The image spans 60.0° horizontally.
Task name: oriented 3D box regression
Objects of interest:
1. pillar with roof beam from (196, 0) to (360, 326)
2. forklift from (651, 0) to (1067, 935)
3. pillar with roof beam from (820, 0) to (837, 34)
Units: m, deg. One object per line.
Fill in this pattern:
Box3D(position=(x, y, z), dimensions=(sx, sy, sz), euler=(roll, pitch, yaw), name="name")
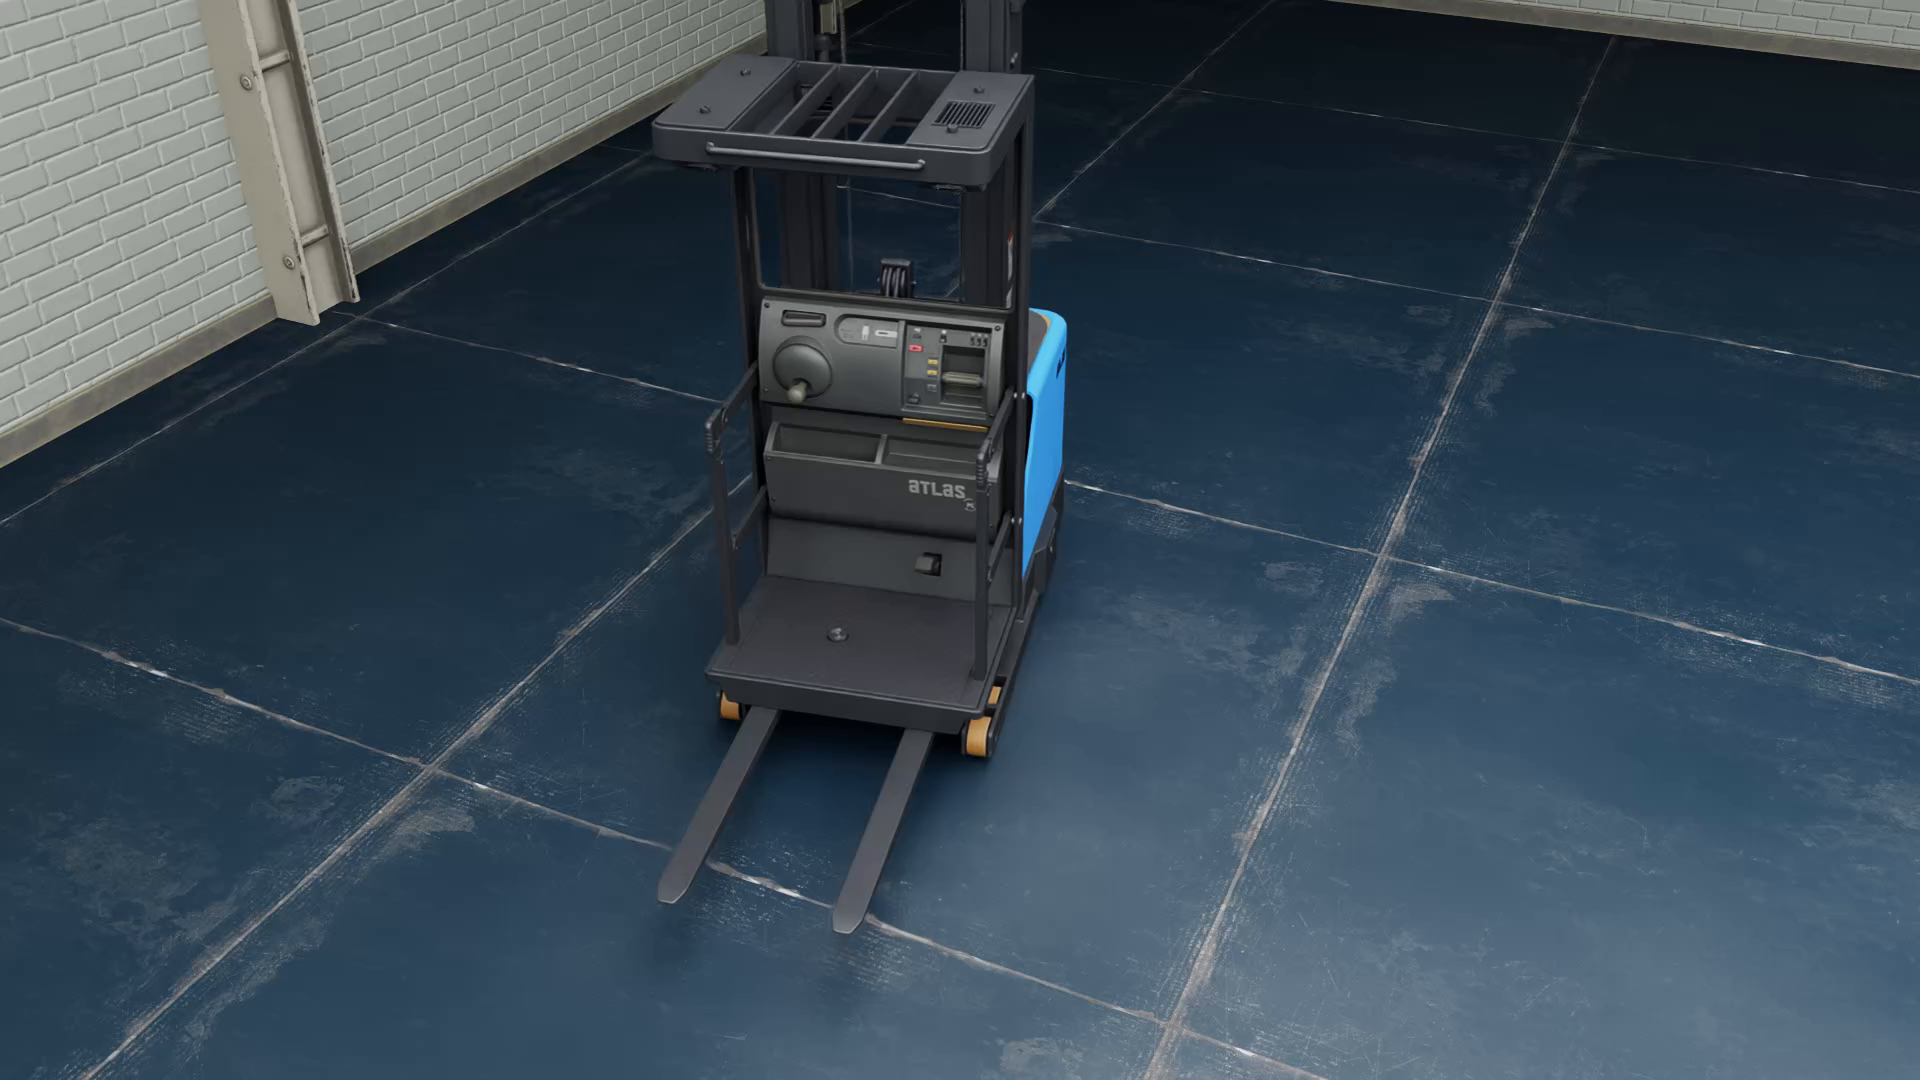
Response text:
Box3D(position=(0.106, -4.152, 5.875), dimensions=(9.100, 9.000, 0.400), euler=(14, 36, 20), name="pillar with roof beam")
Box3D(position=(-0.343, -0.610, 6.007), dimensions=(1.130, 2.935, 3.031), euler=(7, 34, 11), name="forklift")
Box3D(position=(2.616, -7.140, 10.432), dimensions=(9.100, 9.000, 0.400), euler=(14, 36, 20), name="pillar with roof beam")
